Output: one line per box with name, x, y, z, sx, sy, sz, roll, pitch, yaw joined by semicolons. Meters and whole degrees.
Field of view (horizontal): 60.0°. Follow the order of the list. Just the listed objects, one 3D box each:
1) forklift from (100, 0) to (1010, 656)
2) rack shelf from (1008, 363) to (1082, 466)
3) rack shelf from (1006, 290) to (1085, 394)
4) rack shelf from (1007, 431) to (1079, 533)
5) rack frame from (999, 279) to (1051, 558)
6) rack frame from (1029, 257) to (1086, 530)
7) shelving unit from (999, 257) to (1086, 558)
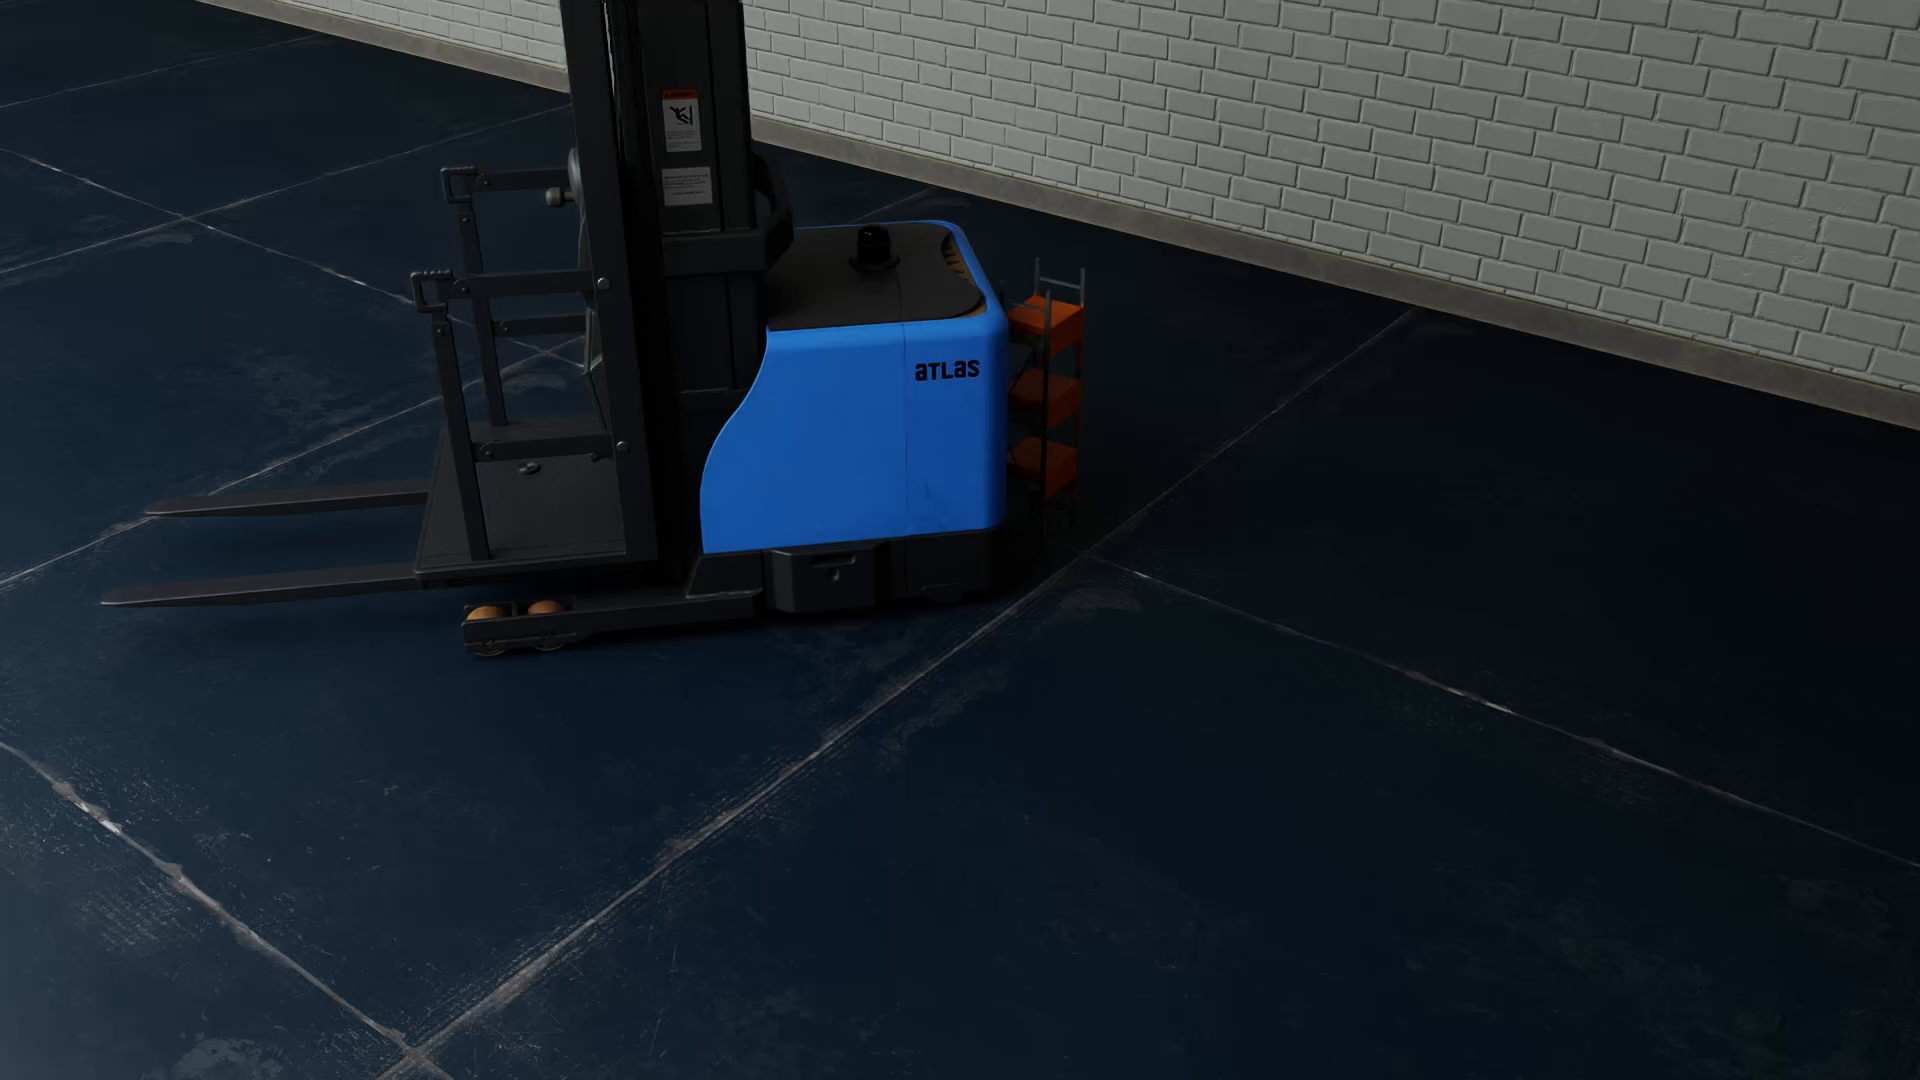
forklift;-1.393;-1.162;5.336;3.031;2.935;1.130;-5;31;-9
rack shelf;0.287;-0.457;6.012;0.215;0.259;0.240;18;35;28
rack shelf;0.287;-0.701;5.867;0.215;0.259;0.240;18;35;28
rack shelf;0.287;-0.218;6.154;0.215;0.259;0.240;18;35;28
rack frame;0.222;-0.414;5.918;0.200;1.050;0.008;18;35;28
rack frame;0.353;-0.519;6.095;0.200;1.050;0.008;18;35;28
shelving unit;0.287;-0.466;6.007;0.215;1.050;0.252;18;35;28
